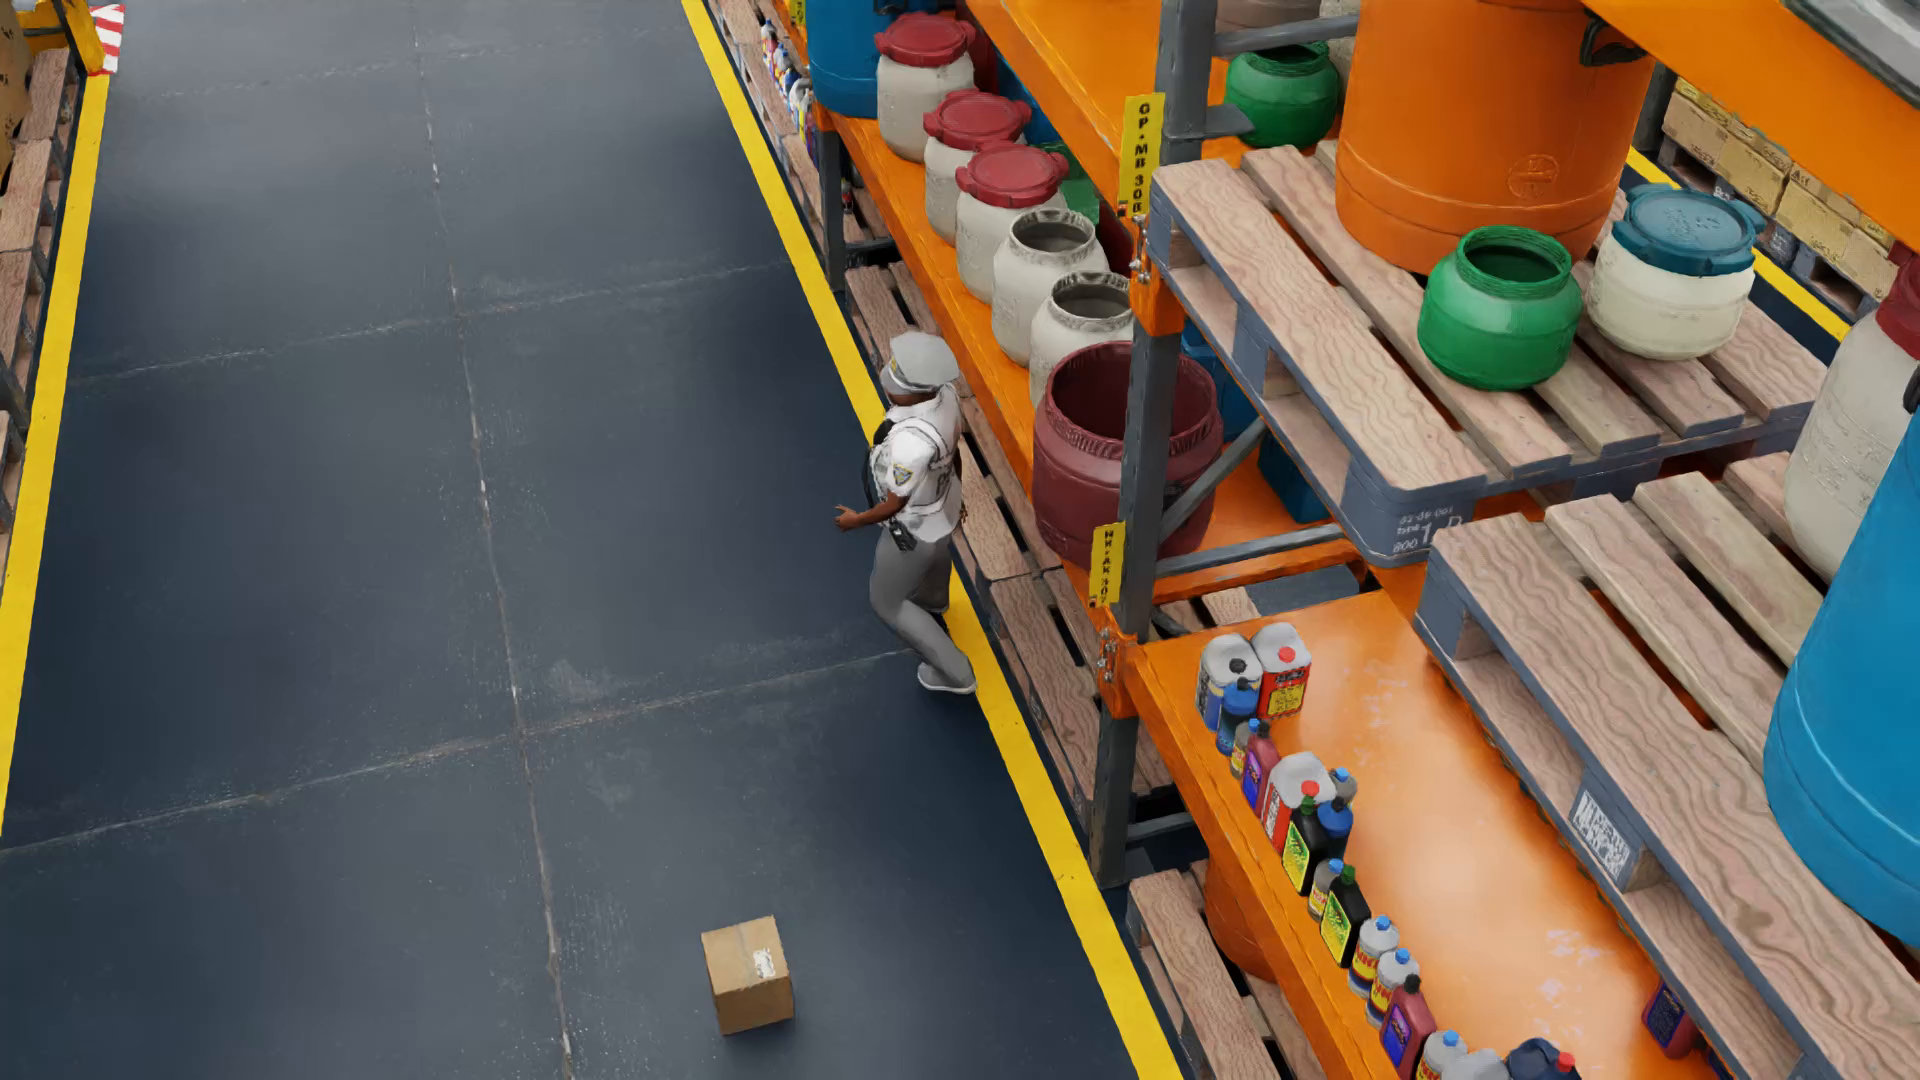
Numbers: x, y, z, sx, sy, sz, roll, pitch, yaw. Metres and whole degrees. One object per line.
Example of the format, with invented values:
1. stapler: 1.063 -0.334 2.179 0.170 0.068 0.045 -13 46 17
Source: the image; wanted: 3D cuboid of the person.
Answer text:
1. person: -0.167 -0.149 6.331 0.591 1.650 0.654 7 43 8
